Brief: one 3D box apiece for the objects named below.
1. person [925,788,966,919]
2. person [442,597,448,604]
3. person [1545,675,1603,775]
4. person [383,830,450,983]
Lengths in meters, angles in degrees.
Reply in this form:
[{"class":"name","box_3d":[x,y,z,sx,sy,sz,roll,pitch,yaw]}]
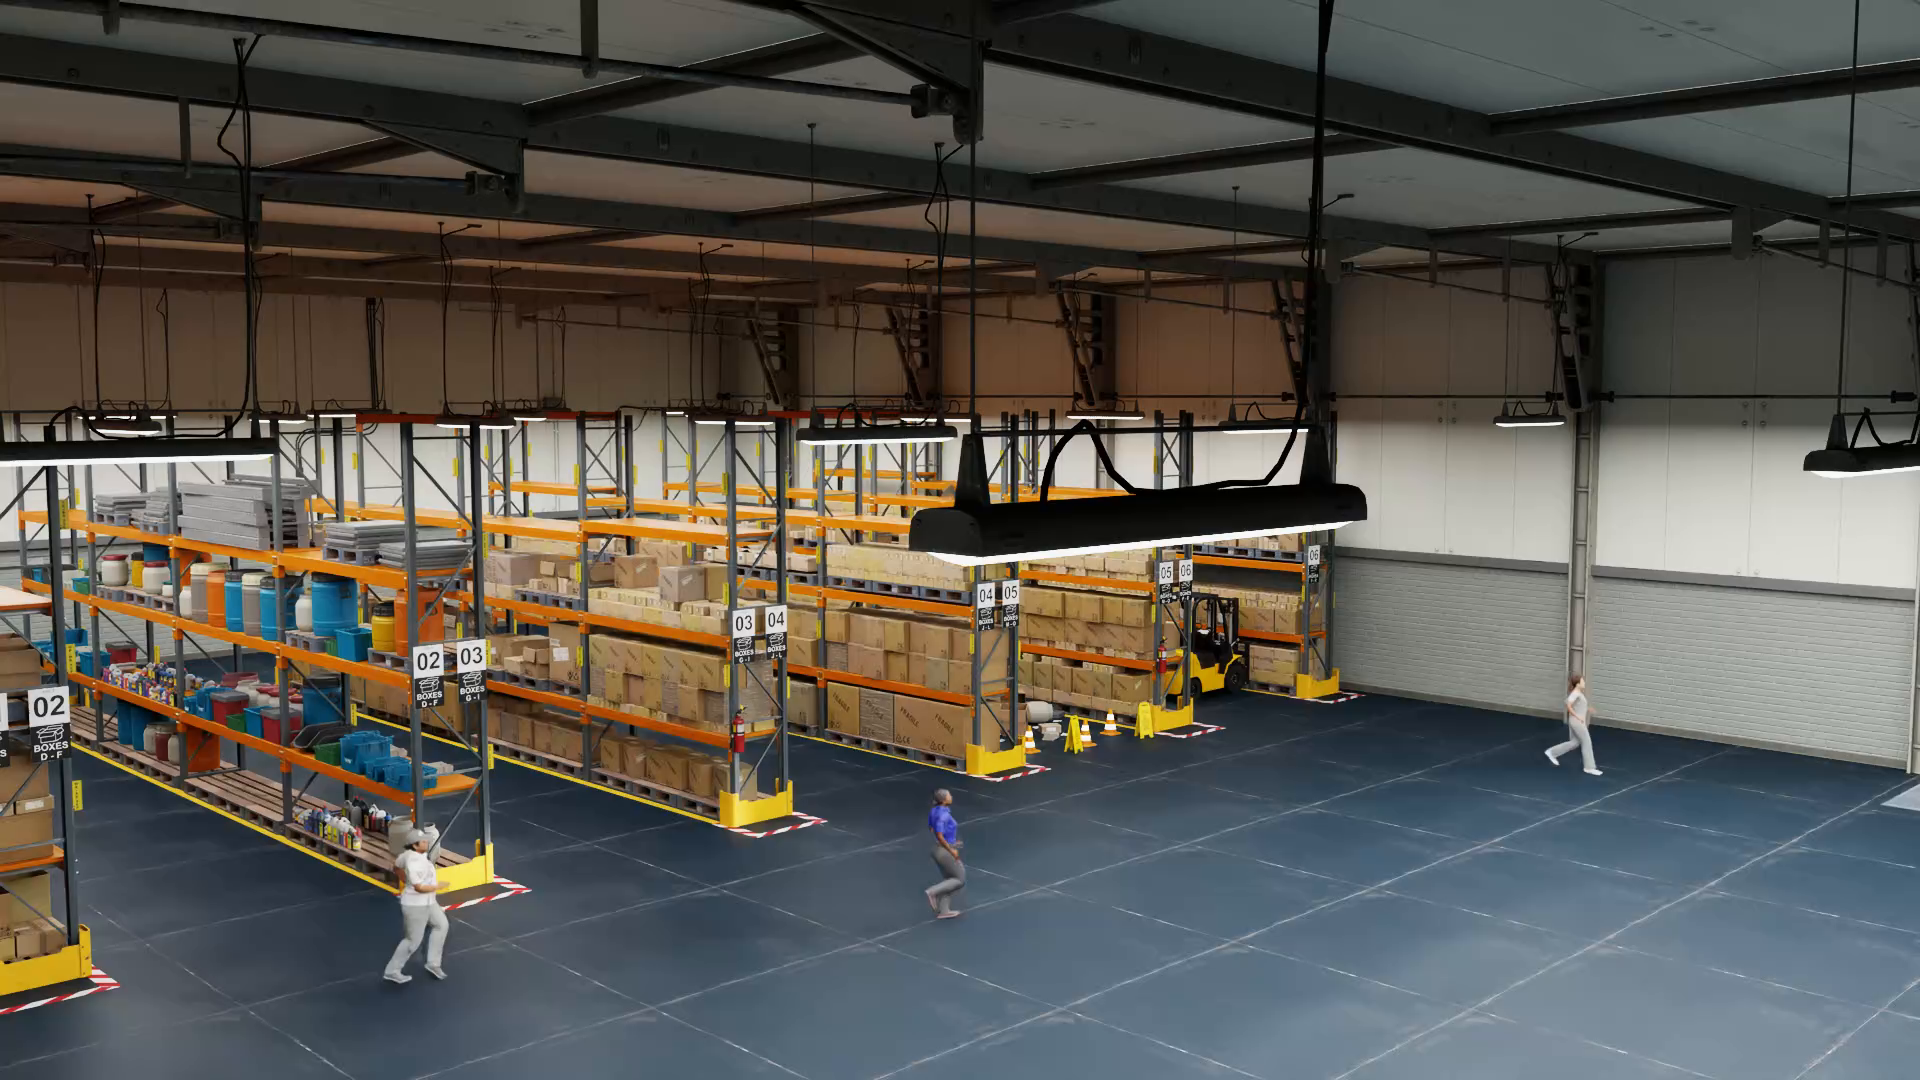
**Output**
[{"class":"person","box_3d":[-0.197,3.789,20.125,0.551,1.599,0.589,-2,5,-20]},{"class":"person","box_3d":[-12.068,2.156,38.412,0.805,1.728,0.659,-2,5,-21]},{"class":"person","box_3d":[10.299,3.085,27.856,0.928,1.675,0.568,1,5,13]},{"class":"person","box_3d":[-5.856,3.964,17.913,0.718,1.717,0.604,-1,5,-16]}]
